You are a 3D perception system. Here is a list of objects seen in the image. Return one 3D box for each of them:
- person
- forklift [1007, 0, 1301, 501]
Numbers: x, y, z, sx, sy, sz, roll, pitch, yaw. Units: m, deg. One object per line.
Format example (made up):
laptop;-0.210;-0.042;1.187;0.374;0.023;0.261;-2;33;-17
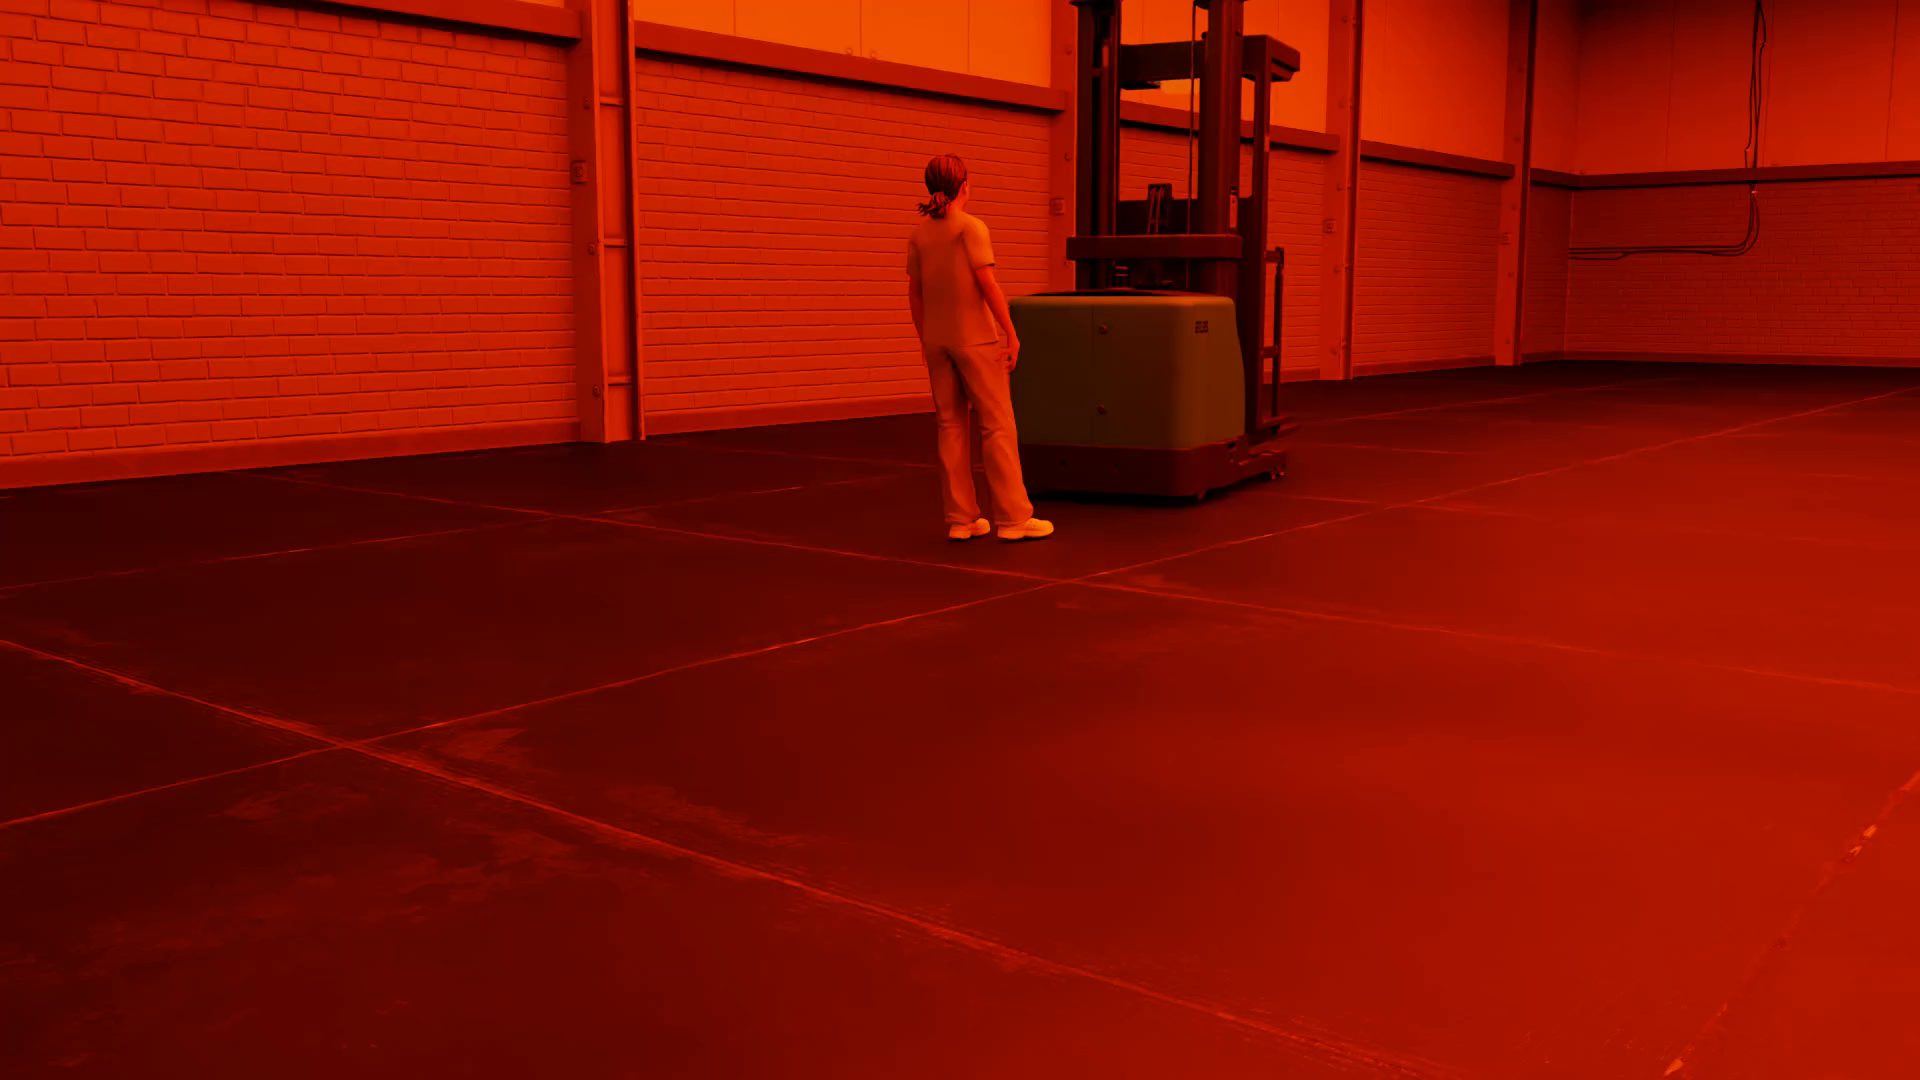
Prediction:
person;0.057;-0.844;7.330;0.549;1.675;0.549;7;11;38
forklift;1.326;-1.825;9.754;1.130;2.935;3.031;4;9;25
